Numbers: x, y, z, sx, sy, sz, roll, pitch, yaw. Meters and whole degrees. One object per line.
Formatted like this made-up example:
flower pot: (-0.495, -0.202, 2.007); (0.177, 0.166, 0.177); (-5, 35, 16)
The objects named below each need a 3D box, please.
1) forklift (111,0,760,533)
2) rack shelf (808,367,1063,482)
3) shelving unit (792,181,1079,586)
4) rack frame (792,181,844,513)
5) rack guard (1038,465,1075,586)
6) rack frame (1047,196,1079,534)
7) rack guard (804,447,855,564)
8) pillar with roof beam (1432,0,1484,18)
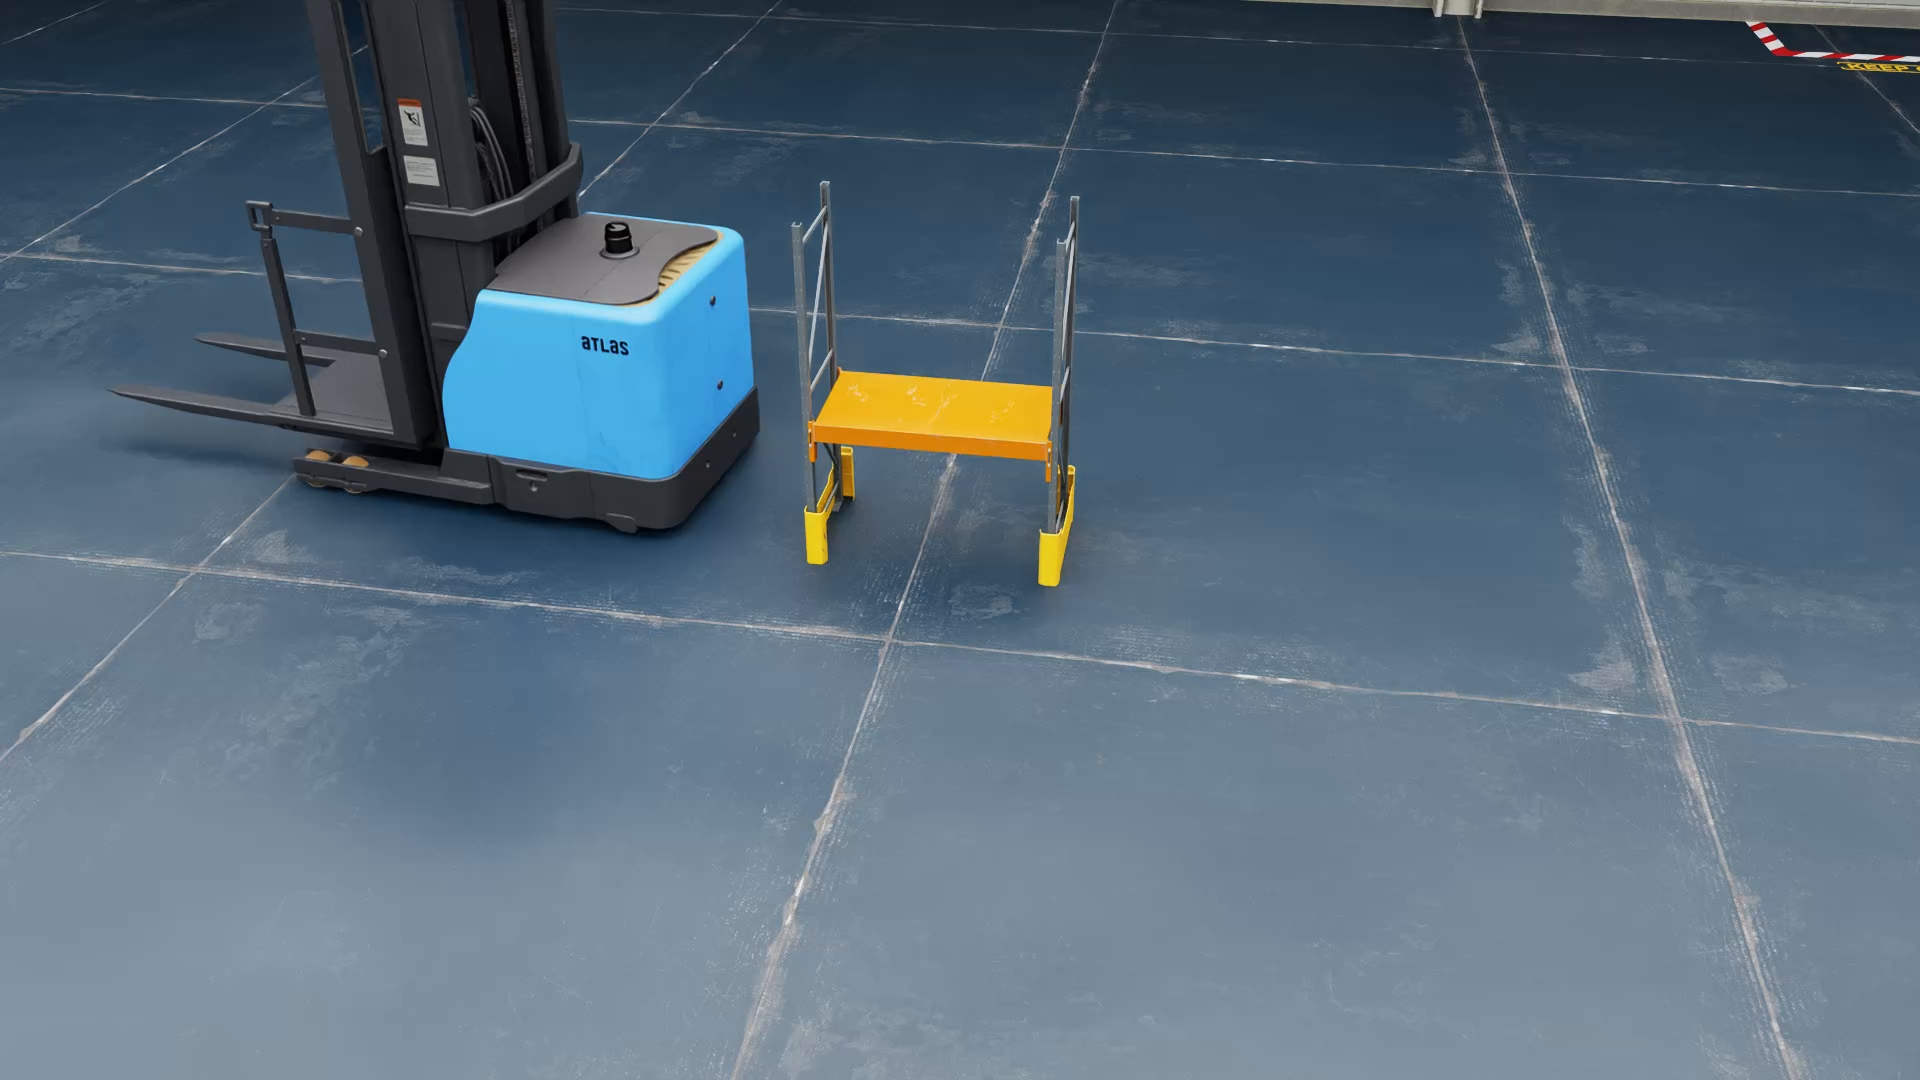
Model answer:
forklift: (-2.531, -1.711, 7.221); (3.031, 2.935, 1.130); (9, 33, 14)
rack shelf: (-0.084, -0.491, 6.960); (1.000, 0.185, 0.538); (5, 32, 8)
shelving unit: (-0.075, -0.643, 6.863); (1.083, 1.500, 0.587); (5, 32, 8)
rack frame: (-0.585, -0.689, 6.937); (0.032, 1.500, 0.500); (5, 32, 8)
rack guard: (0.416, -0.068, 7.124); (0.087, 0.250, 0.587); (5, 32, 8)
rack frame: (0.417, -0.598, 6.792); (0.032, 1.500, 0.500); (5, 32, 8)
rack guard: (-0.566, -0.157, 7.266); (0.087, 0.250, 0.587); (5, 32, 8)
pillar with roof beam: (3.663, -6.223, 8.710); (0.400, 9.000, 9.100); (5, 32, 8)
